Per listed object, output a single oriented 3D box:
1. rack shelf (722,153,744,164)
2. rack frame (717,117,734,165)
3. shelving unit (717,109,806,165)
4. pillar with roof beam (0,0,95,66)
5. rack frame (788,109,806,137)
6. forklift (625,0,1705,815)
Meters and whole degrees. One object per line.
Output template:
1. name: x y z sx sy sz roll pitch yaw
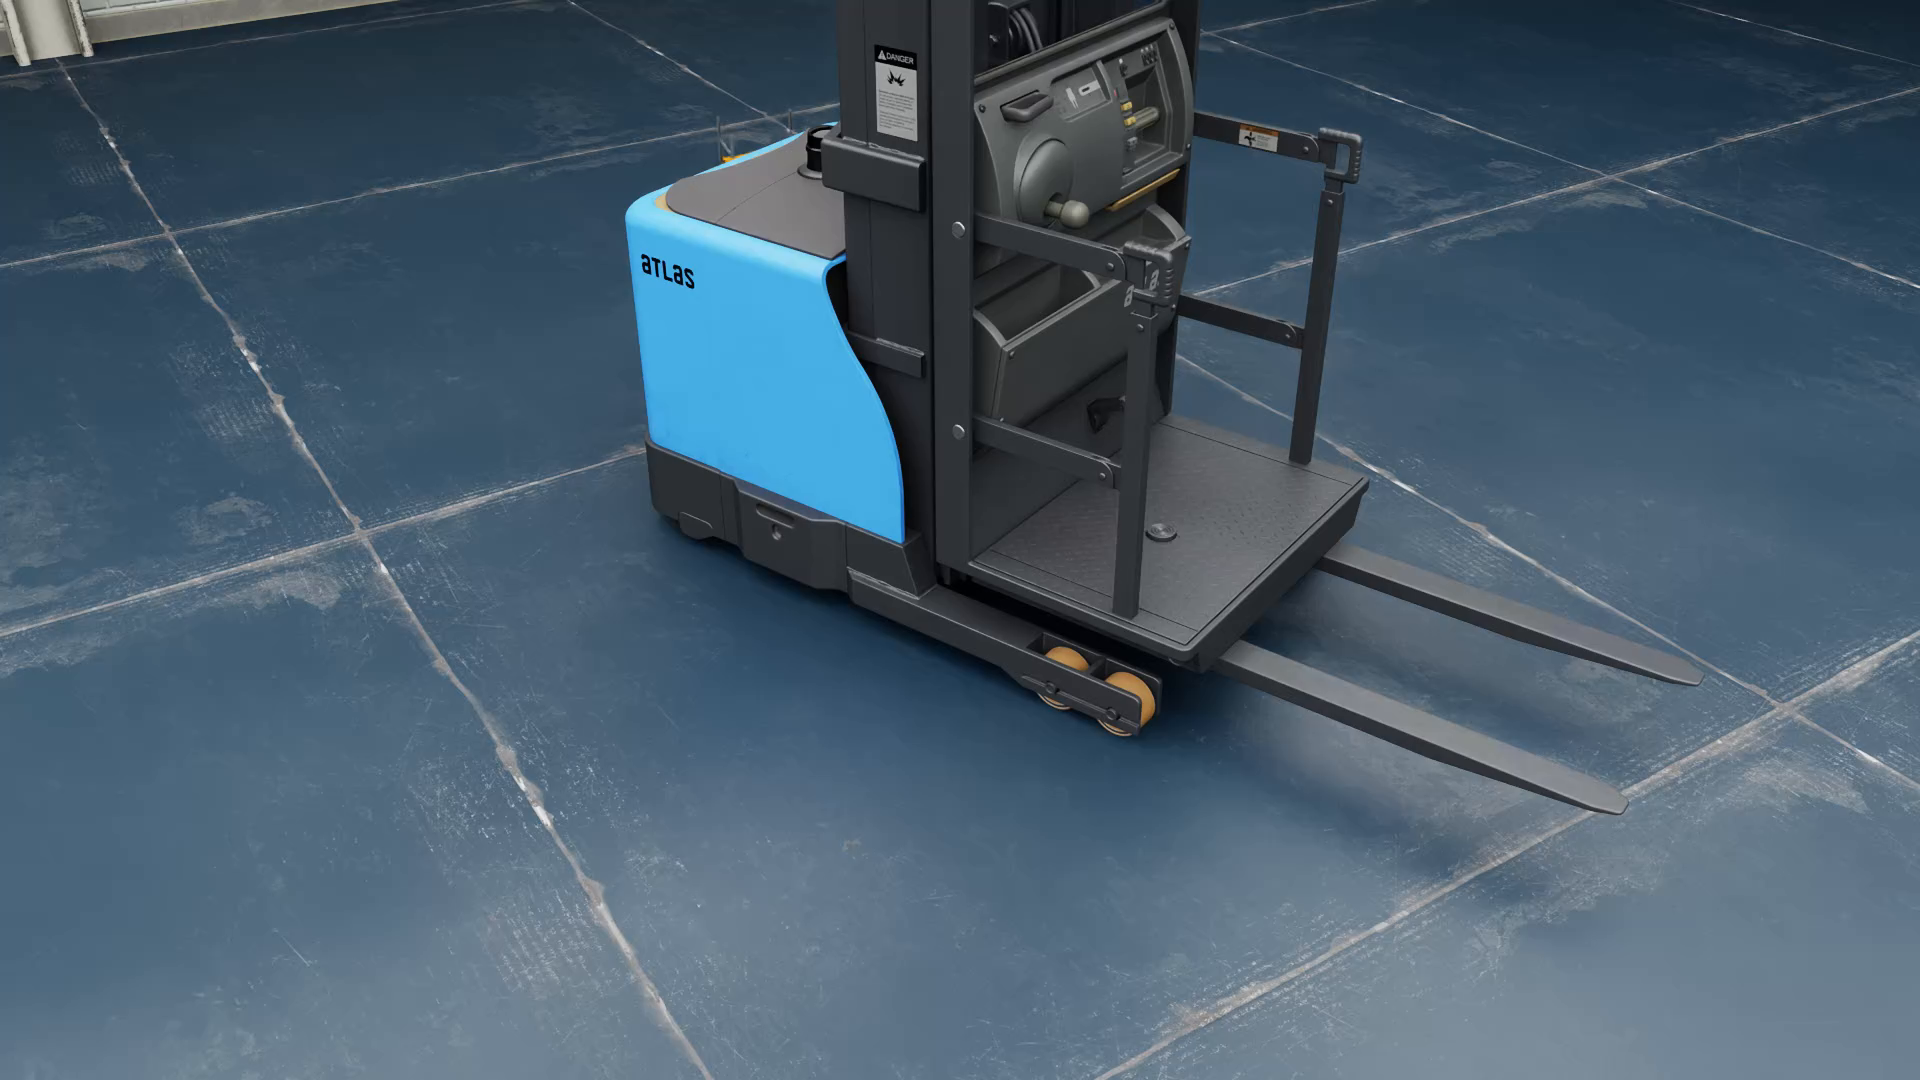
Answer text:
1. rack shelf: -0.655 -1.156 5.584 0.240 0.259 0.215 -10 34 -17
2. rack frame: -0.772 -0.904 5.695 0.008 1.050 0.200 -10 34 -17
3. shelving unit: -0.657 -0.925 5.730 0.252 1.050 0.215 -10 34 -17
4. pillar with roof beam: -2.996 -4.730 4.315 0.400 9.000 9.100 -19 37 -27
5. rack frame: -0.542 -0.946 5.766 0.008 1.050 0.200 -10 34 -17
6. forklift: 0.504 -1.041 4.154 3.031 2.935 1.130 21 38 30
